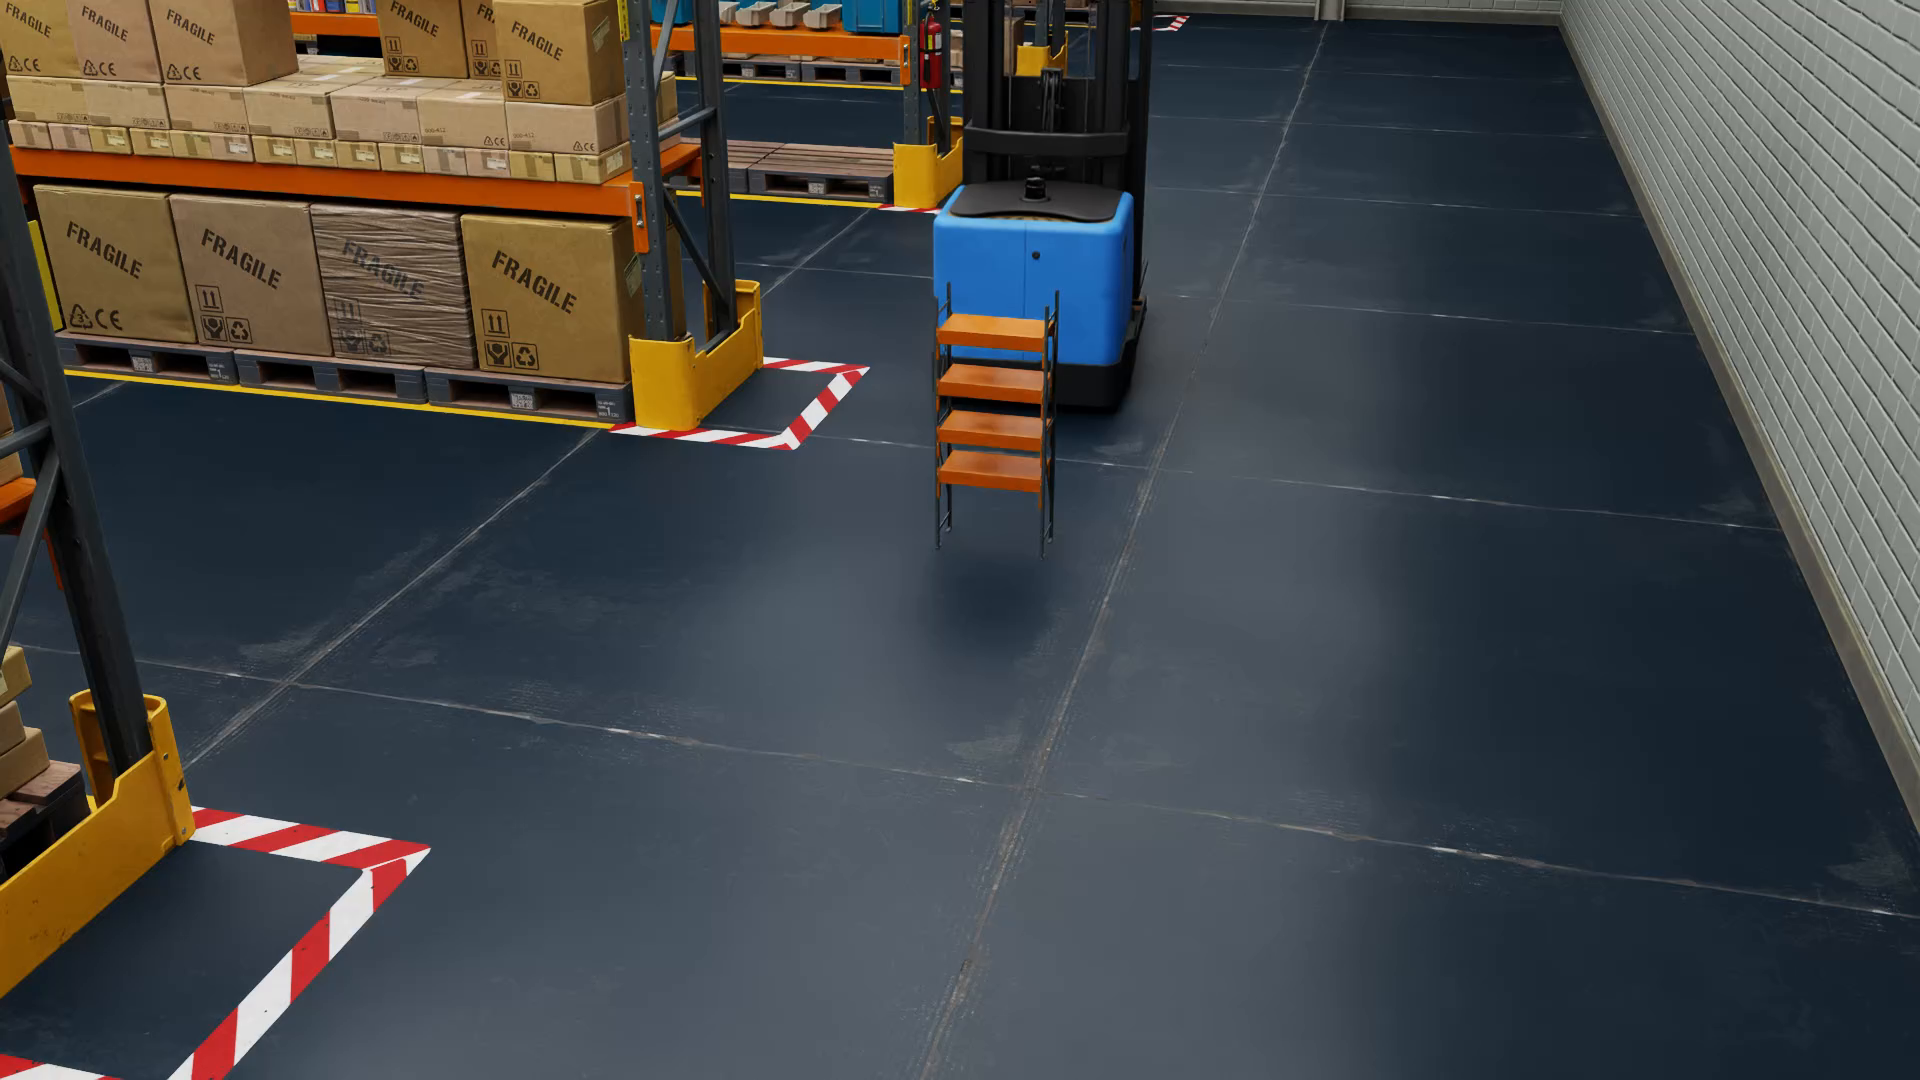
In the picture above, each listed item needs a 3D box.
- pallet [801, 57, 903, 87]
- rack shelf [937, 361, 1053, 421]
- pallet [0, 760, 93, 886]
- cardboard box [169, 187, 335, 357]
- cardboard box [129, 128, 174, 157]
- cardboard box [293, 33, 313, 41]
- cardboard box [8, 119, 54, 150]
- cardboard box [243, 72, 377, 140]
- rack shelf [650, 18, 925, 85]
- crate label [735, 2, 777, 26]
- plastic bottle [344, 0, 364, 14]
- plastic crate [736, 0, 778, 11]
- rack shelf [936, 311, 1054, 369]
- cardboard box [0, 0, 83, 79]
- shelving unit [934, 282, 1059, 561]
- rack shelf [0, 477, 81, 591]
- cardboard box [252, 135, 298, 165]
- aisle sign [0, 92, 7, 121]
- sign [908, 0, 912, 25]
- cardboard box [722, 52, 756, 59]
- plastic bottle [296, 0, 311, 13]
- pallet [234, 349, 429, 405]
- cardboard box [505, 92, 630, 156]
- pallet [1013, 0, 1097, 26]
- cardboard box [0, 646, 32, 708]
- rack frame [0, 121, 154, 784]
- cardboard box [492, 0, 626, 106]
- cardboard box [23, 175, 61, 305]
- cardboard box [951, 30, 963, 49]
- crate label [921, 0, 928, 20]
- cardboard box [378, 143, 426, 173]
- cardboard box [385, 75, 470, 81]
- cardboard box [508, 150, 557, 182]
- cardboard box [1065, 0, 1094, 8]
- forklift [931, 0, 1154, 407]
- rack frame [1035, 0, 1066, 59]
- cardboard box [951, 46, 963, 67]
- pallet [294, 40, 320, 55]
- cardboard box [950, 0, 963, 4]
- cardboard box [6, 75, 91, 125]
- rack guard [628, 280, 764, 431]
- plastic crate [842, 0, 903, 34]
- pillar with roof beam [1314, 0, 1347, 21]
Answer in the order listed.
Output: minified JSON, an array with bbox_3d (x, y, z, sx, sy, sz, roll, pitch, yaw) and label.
[{"bbox_3d":[-1.048,-5.288,18.611,1.213,0.211,1.003,6,26,13],"label":"pallet"},{"bbox_3d":[0.160,-0.665,7.388,0.480,0.148,0.258,6,26,13],"label":"rack shelf"},{"bbox_3d":[-3.680,1.005,5.394,1.213,0.211,1.003,6,26,13],"label":"pallet"},{"bbox_3d":[-3.878,-1.657,9.724,0.875,0.875,0.875,6,26,13],"label":"cardboard box"},{"bbox_3d":[-4.400,-2.260,9.299,0.250,0.149,0.380,6,26,12],"label":"cardboard box"},{"bbox_3d":[-7.842,-6.135,19.858,0.500,0.250,0.500,6,26,12],"label":"cardboard box"},{"bbox_3d":[-5.165,-2.343,9.475,0.250,0.149,0.380,6,26,13],"label":"cardboard box"},{"bbox_3d":[-3.520,-2.370,9.066,0.500,0.250,0.500,6,26,13],"label":"cardboard box"},{"bbox_3d":[-2.198,-4.150,13.814,4.000,0.370,1.077,6,26,13],"label":"rack shelf"},{"bbox_3d":[-1.649,-4.237,13.397,0.243,0.136,0.396,6,26,13],"label":"crate label"},{"bbox_3d":[-5.107,-4.629,14.040,0.185,0.351,0.144,6,26,13],"label":"plastic bottle"},{"bbox_3d":[-1.694,-4.517,13.872,0.300,0.233,0.416,6,26,13],"label":"plastic crate"},{"bbox_3d":[0.160,-0.879,7.286,0.480,0.148,0.258,6,26,13],"label":"rack shelf"},{"bbox_3d":[-4.969,-2.874,9.254,0.500,0.500,0.500,6,26,13],"label":"cardboard box"},{"bbox_3d":[0.160,-0.524,7.455,0.503,1.200,0.258,6,26,13],"label":"shelving unit"},{"bbox_3d":[-4.765,-0.034,5.168,4.000,0.370,1.077,6,26,13],"label":"rack shelf"},{"bbox_3d":[-3.655,-2.177,9.125,0.250,0.149,0.380,6,26,11],"label":"cardboard box"},{"bbox_3d":[-2.683,-1.435,4.251,0.004,0.787,0.394,6,26,13],"label":"aisle sign"},{"bbox_3d":[-0.383,-4.103,12.690,0.005,0.325,0.100,6,26,13],"label":"sign"},{"bbox_3d":[-2.545,-5.600,18.639,0.500,0.311,0.500,6,26,13],"label":"cardboard box"},{"bbox_3d":[-5.570,-4.648,14.167,0.135,0.276,0.152,6,26,13],"label":"plastic bottle"},{"bbox_3d":[-3.467,-1.124,9.865,1.213,0.211,1.003,6,26,13],"label":"pallet"},{"bbox_3d":[-2.030,-2.207,8.724,0.500,0.250,0.500,6,26,12],"label":"cardboard box"},{"bbox_3d":[1.412,-7.179,22.584,1.213,0.211,1.003,6,26,13],"label":"pallet"},{"bbox_3d":[-3.251,0.487,5.374,0.250,0.149,0.380,5,26,11],"label":"cardboard box"},{"bbox_3d":[-2.828,-0.144,4.564,0.127,3.000,1.000,6,26,13],"label":"rack frame"},{"bbox_3d":[-2.032,-2.546,8.565,0.500,0.500,0.500,7,26,14],"label":"cardboard box"},{"bbox_3d":[-5.994,-1.917,10.271,0.875,0.875,1.225,6,26,13],"label":"cardboard box"},{"bbox_3d":[0.036,-5.509,18.519,0.500,0.250,0.500,6,26,13],"label":"cardboard box"},{"bbox_3d":[-0.418,-4.376,13.576,0.303,0.233,0.416,6,26,13],"label":"crate label"},{"bbox_3d":[-2.911,-2.095,8.953,0.250,0.149,0.380,6,26,12],"label":"cardboard box"},{"bbox_3d":[-2.883,-2.537,9.418,0.500,0.250,0.500,5,26,11],"label":"cardboard box"},{"bbox_3d":[-2.174,-2.013,8.782,0.250,0.149,0.380,7,26,14],"label":"cardboard box"},{"bbox_3d":[1.503,-7.479,22.390,0.500,0.500,0.700,6,26,13],"label":"cardboard box"},{"bbox_3d":[0.599,-2.659,9.925,1.130,2.935,3.031,4,26,9],"label":"forklift"},{"bbox_3d":[0.976,-6.322,17.540,0.127,3.000,1.000,6,26,13],"label":"rack frame"},{"bbox_3d":[0.018,-5.278,18.131,0.250,0.166,0.380,6,26,13],"label":"cardboard box"},{"bbox_3d":[-7.559,-6.024,20.158,1.213,0.211,1.003,6,26,13],"label":"pallet"},{"bbox_3d":[0.013,-7.640,22.728,0.500,0.500,0.700,7,26,14],"label":"cardboard box"},{"bbox_3d":[-4.979,-2.534,9.412,0.500,0.250,0.500,6,26,12],"label":"cardboard box"},{"bbox_3d":[-1.472,-1.067,9.410,0.348,0.500,1.175,6,26,13],"label":"rack guard"},{"bbox_3d":[-0.632,-4.262,13.101,0.499,0.435,0.616,6,26,13],"label":"plastic crate"},{"bbox_3d":[3.964,-9.373,16.968,0.400,9.000,9.100,6,26,13],"label":"pillar with roof beam"}]
